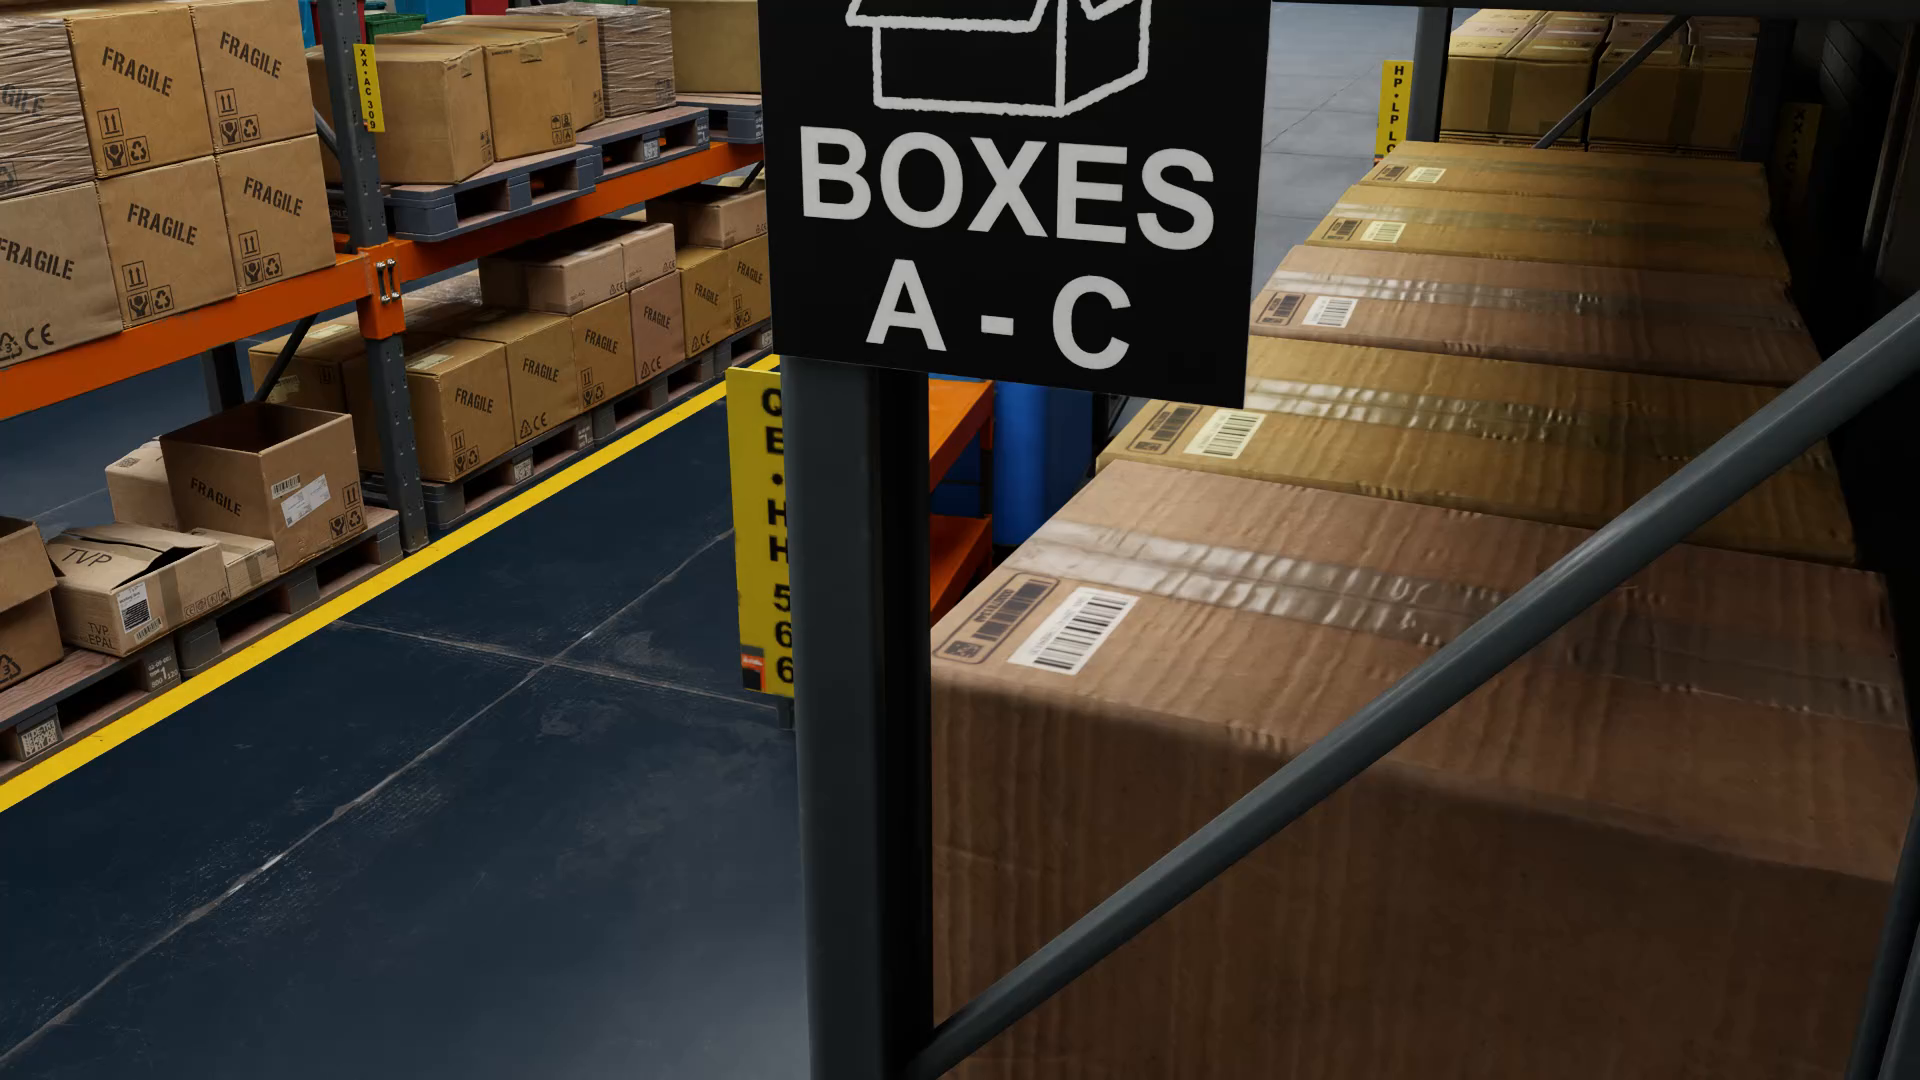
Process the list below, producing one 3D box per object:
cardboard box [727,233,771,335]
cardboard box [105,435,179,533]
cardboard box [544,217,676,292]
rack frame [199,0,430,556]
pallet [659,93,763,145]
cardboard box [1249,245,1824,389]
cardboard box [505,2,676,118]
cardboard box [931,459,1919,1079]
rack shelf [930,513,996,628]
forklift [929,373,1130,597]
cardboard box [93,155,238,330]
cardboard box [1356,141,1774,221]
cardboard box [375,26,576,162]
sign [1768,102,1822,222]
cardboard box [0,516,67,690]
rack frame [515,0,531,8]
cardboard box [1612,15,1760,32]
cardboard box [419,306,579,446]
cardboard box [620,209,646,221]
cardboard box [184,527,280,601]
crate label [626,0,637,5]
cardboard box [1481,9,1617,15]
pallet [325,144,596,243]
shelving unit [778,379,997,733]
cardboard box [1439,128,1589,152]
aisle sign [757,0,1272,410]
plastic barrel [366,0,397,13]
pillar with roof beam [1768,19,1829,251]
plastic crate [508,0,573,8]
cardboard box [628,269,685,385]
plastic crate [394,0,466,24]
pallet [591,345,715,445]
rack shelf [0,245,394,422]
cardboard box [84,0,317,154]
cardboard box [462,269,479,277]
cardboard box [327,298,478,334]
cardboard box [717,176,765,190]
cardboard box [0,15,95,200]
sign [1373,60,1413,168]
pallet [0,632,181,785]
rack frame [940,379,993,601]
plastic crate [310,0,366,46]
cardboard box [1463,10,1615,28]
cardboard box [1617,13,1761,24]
[{"bbox_3d":[-1.424,-1.524,9.680,0.500,0.500,0.500,10,25,22],"label":"cardboard box"},{"bbox_3d":[-3.138,-0.255,6.886,0.500,0.311,0.500,9,24,20],"label":"cardboard box"},{"bbox_3d":[-1.818,-1.483,8.608,0.500,0.250,0.500,8,24,19],"label":"cardboard box"},{"bbox_3d":[-2.781,-1.412,6.738,1.000,3.000,0.127,9,24,20],"label":"rack frame"},{"bbox_3d":[-1.482,-2.502,9.597,1.213,0.211,1.003,9,24,20],"label":"pallet"},{"bbox_3d":[1.066,-0.128,3.276,0.980,0.700,0.700,8,24,17],"label":"cardboard box"},{"bbox_3d":[-1.941,-2.542,8.768,0.700,0.500,0.500,14,26,30],"label":"cardboard box"},{"bbox_3d":[0.514,0.405,1.999,0.980,0.700,0.700,10,25,22],"label":"cardboard box"},{"bbox_3d":[-0.247,0.187,5.977,0.538,0.278,1.000,6,23,13],"label":"rack shelf"},{"bbox_3d":[0.194,-1.646,7.387,1.130,2.935,3.031,6,23,13],"label":"forklift"},{"bbox_3d":[-2.918,-1.058,5.760,0.500,0.500,0.500,9,24,22],"label":"cardboard box"},{"bbox_3d":[1.603,-0.650,4.526,0.980,0.700,0.700,9,24,21],"label":"cardboard box"},{"bbox_3d":[-2.201,-2.044,7.578,0.700,0.500,0.500,13,26,28],"label":"cardboard box"},{"bbox_3d":[2.336,-1.061,4.672,0.100,0.325,0.005,9,24,20],"label":"sign"},{"bbox_3d":[-3.474,0.210,5.523,0.797,0.503,0.637,9,24,20],"label":"cardboard box"},{"bbox_3d":[-4.407,-4.985,15.293,1.000,3.000,0.127,9,24,20],"label":"rack frame"},{"bbox_3d":[2.602,-1.738,6.005,0.500,0.250,0.500,8,24,18],"label":"cardboard box"},{"bbox_3d":[-2.187,-0.792,7.927,0.500,0.500,0.500,9,24,21],"label":"cardboard box"},{"bbox_3d":[-1.729,-1.771,10.270,0.500,0.500,0.500,10,25,22],"label":"cardboard box"},{"bbox_3d":[-2.813,0.088,6.275,0.380,0.149,0.250,9,24,20],"label":"cardboard box"},{"bbox_3d":[-3.353,-5.735,17.043,0.502,0.435,0.616,9,24,20],"label":"crate label"},{"bbox_3d":[2.333,-1.993,6.615,0.500,0.250,0.500,8,24,19],"label":"cardboard box"},{"bbox_3d":[-2.383,-1.593,7.422,1.003,0.211,1.213,9,24,20],"label":"pallet"},{"bbox_3d":[-0.247,-0.039,5.883,0.538,1.125,1.048,6,23,13],"label":"shelving unit"},{"bbox_3d":[1.757,-1.098,5.445,0.500,0.500,0.500,8,24,19],"label":"cardboard box"},{"bbox_3d":[0.029,-0.489,1.156,0.394,0.787,0.004,9,24,20],"label":"aisle sign"},{"bbox_3d":[-4.966,-4.737,14.522,0.433,0.535,0.433,0,23,0],"label":"plastic barrel"},{"bbox_3d":[0.595,-5.861,9.607,9.100,9.000,0.400,9,24,20],"label":"pillar with roof beam"},{"bbox_3d":[-4.094,-5.126,15.709,0.767,0.338,0.504,9,24,20],"label":"plastic crate"},{"bbox_3d":[-1.806,-1.151,8.785,0.500,0.500,0.500,8,24,18],"label":"cardboard box"},{"bbox_3d":[-4.528,-4.538,14.244,0.392,0.384,0.575,9,24,20],"label":"plastic crate"},{"bbox_3d":[-2.062,-0.860,9.034,1.003,0.211,1.213,9,24,20],"label":"pallet"},{"bbox_3d":[-3.524,-0.364,5.163,1.077,0.370,4.000,9,24,20],"label":"rack shelf"},{"bbox_3d":[-2.728,-1.701,6.004,0.500,0.500,0.500,9,24,20],"label":"cardboard box"},{"bbox_3d":[-2.299,-1.216,8.942,0.500,0.500,0.500,8,24,18],"label":"cardboard box"},{"bbox_3d":[-2.672,-0.855,8.077,0.500,0.500,0.500,9,24,20],"label":"cardboard box"},{"bbox_3d":[-1.329,-2.250,11.039,0.500,0.311,0.500,9,24,21],"label":"cardboard box"},{"bbox_3d":[-3.103,-1.337,5.132,0.500,0.500,0.500,9,24,20],"label":"cardboard box"},{"bbox_3d":[1.312,-1.276,5.013,0.100,0.325,0.005,9,24,20],"label":"sign"},{"bbox_3d":[-3.488,0.559,5.639,1.003,0.211,1.213,9,24,20],"label":"pallet"},{"bbox_3d":[-0.122,-0.229,6.338,0.500,1.125,0.032,6,23,13],"label":"rack frame"},{"bbox_3d":[-5.008,-4.118,13.133,0.402,0.464,0.583,9,24,20],"label":"plastic crate"},{"bbox_3d":[2.144,-1.810,6.178,0.500,0.250,0.500,9,24,21],"label":"cardboard box"},{"bbox_3d":[2.800,-1.924,6.450,0.500,0.250,0.500,8,24,19],"label":"cardboard box"}]
